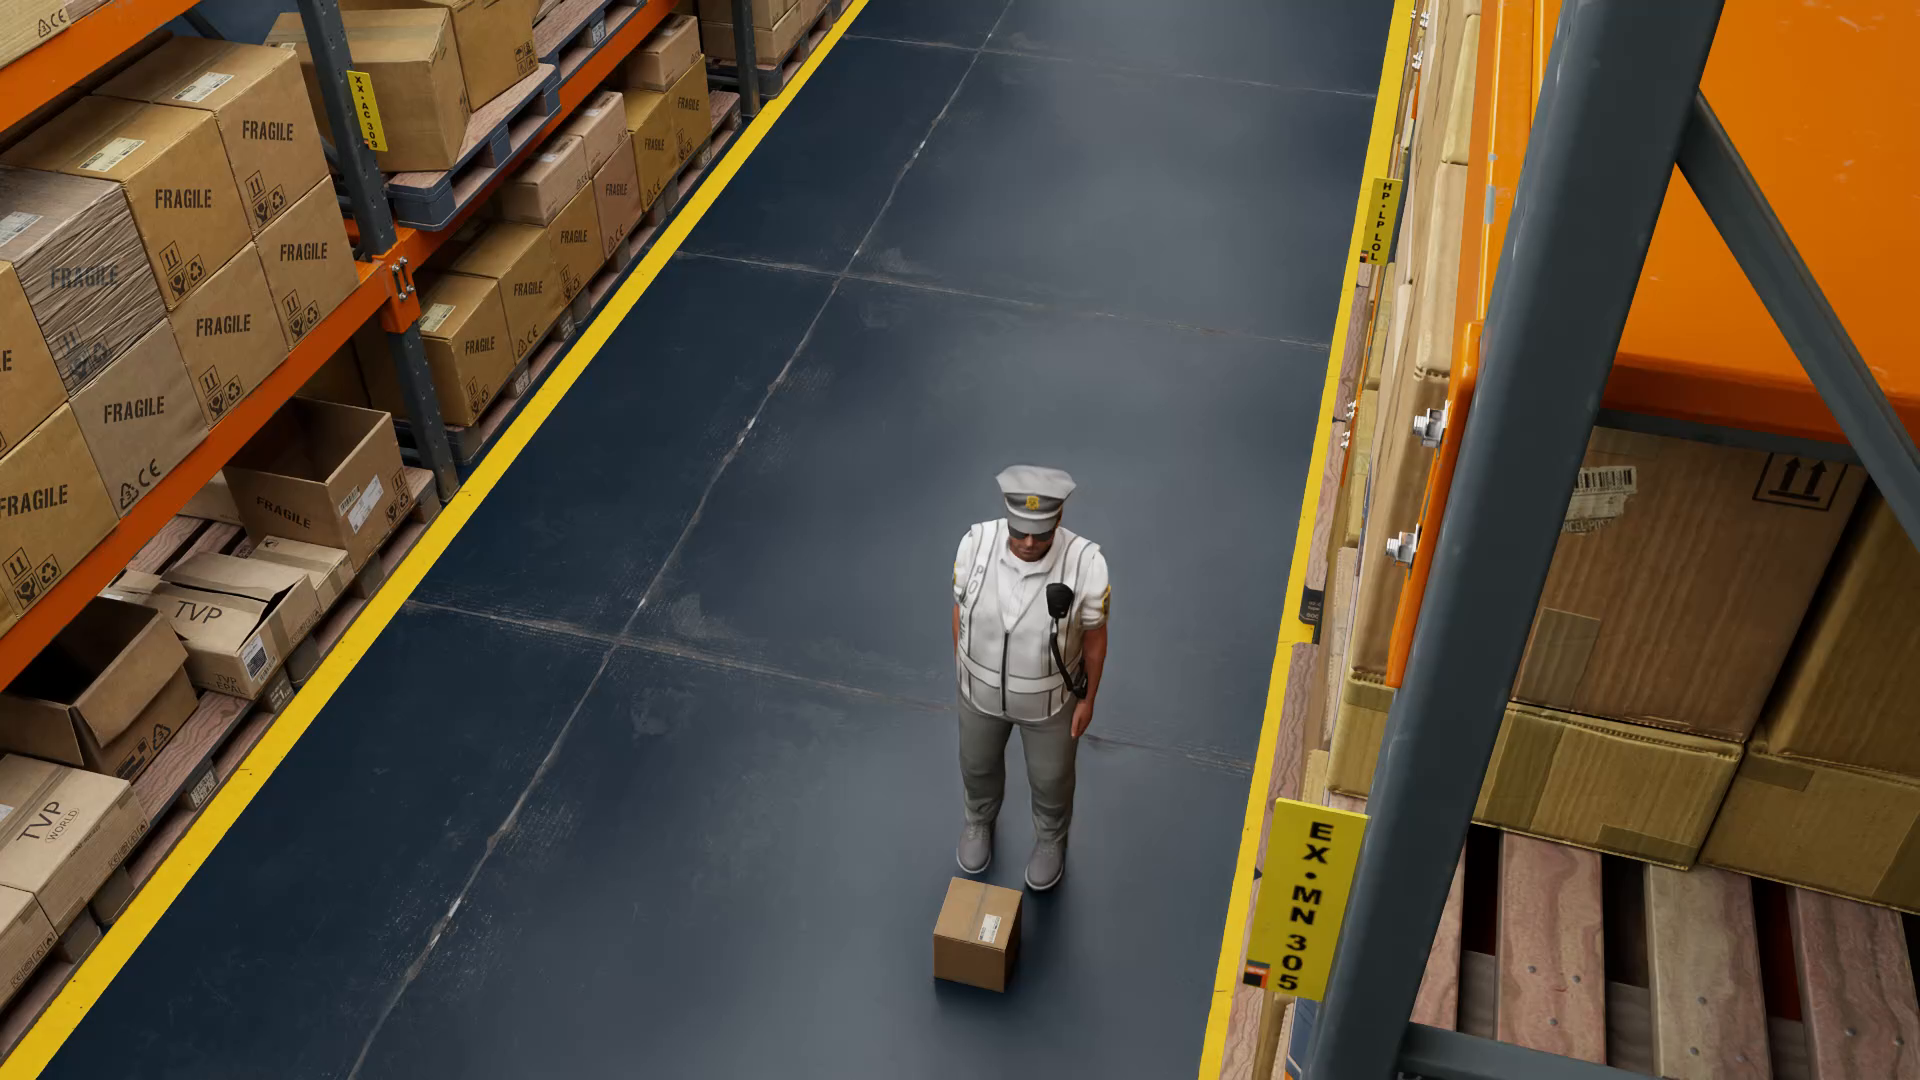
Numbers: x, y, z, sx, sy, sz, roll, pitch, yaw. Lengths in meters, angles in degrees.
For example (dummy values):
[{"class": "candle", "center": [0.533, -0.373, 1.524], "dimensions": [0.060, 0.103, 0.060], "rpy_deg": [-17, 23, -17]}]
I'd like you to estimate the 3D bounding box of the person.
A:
[{"class": "person", "center": [0.216, 0.489, 5.593], "dimensions": [0.527, 1.770, 0.393], "rpy_deg": [11, 42, 12]}]
